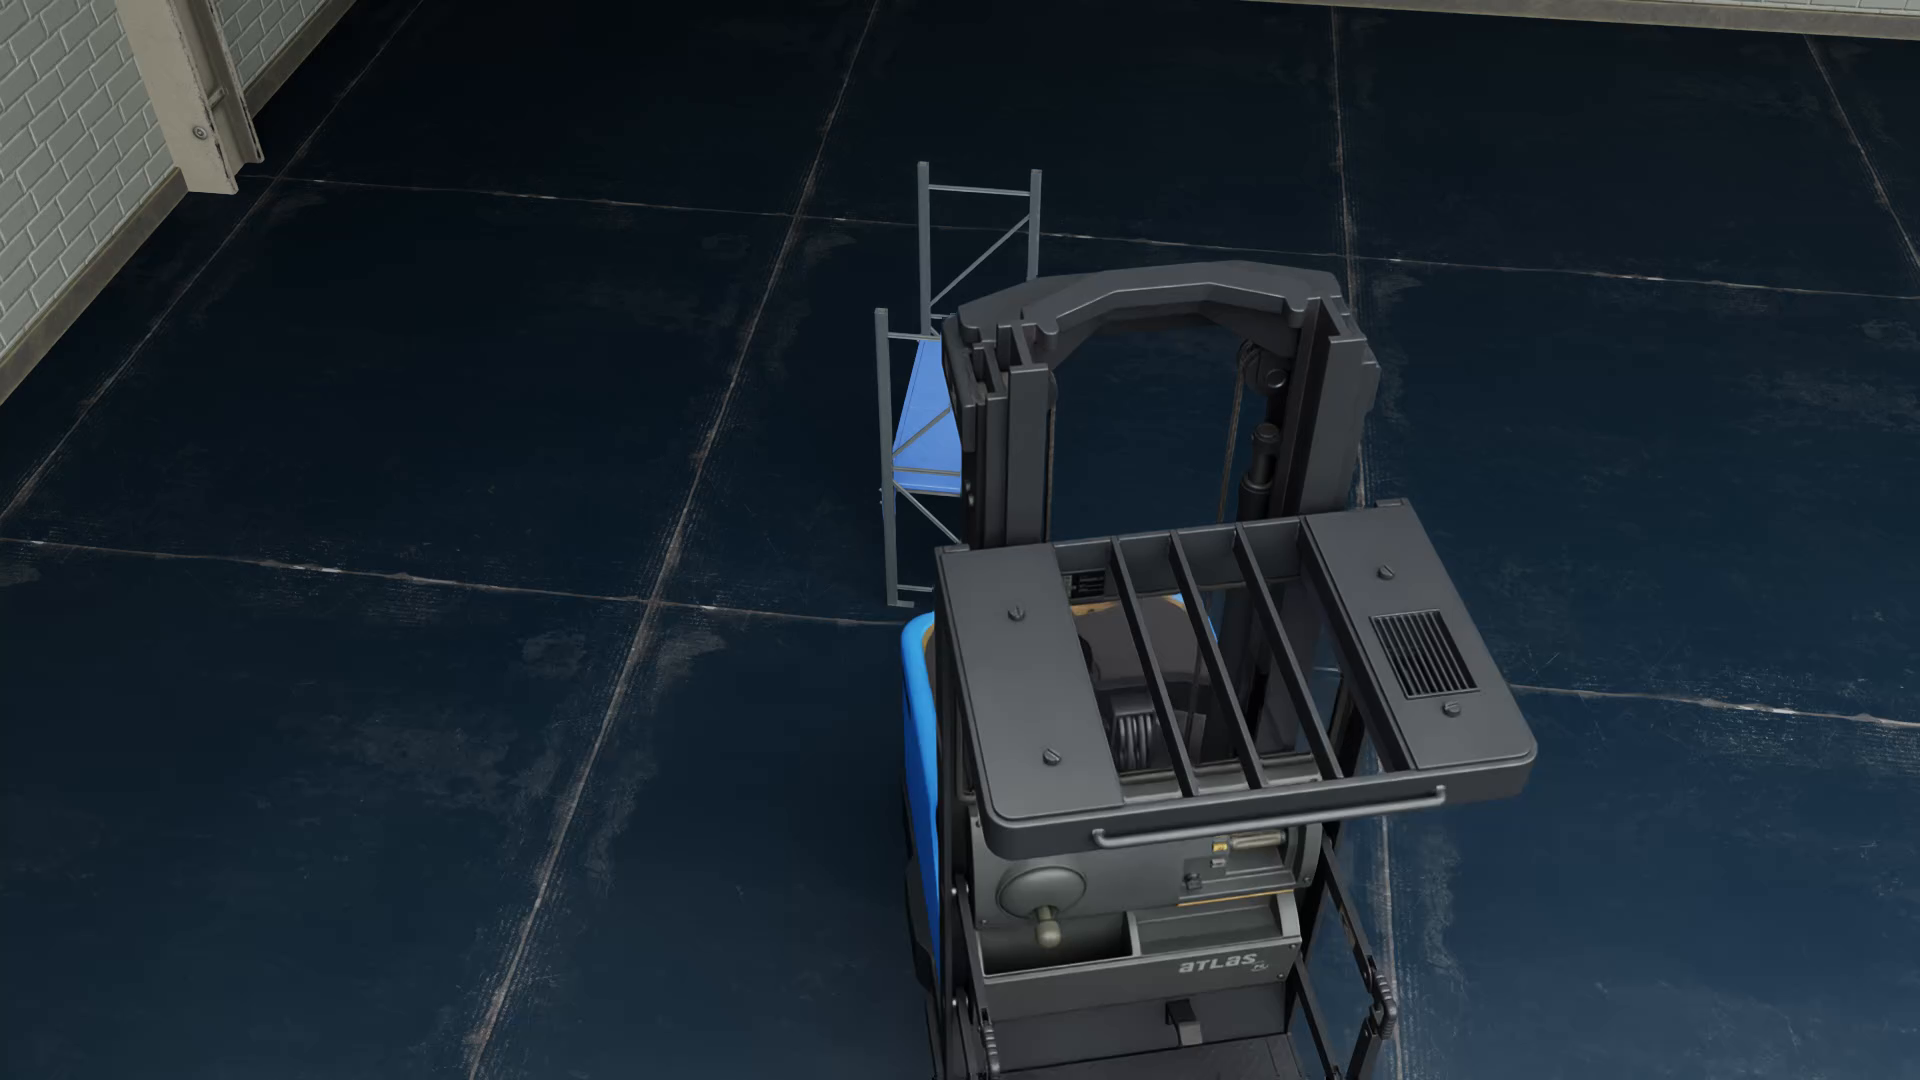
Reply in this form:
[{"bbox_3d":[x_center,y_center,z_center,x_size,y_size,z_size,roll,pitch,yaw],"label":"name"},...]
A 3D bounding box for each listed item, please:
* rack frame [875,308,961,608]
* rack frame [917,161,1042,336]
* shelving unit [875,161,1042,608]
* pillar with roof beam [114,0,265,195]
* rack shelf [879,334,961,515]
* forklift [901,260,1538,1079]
[{"bbox_3d":[-0.056,-0.256,6.452,0.500,1.500,0.032,5,44,6],"label":"rack frame"},{"bbox_3d":[0.078,-0.949,7.184,0.500,1.500,0.032,5,44,6],"label":"rack frame"},{"bbox_3d":[0.011,-0.603,6.818,0.538,1.500,1.048,5,44,6],"label":"shelving unit"},{"bbox_3d":[0.077,-4.961,5.967,9.100,9.000,0.400,5,44,6],"label":"pillar with roof beam"},{"bbox_3d":[0.011,-0.472,6.942,0.538,0.185,1.000,5,44,6],"label":"rack shelf"},{"bbox_3d":[0.524,0.912,4.177,1.130,2.935,3.031,-6,44,-6],"label":"forklift"}]
